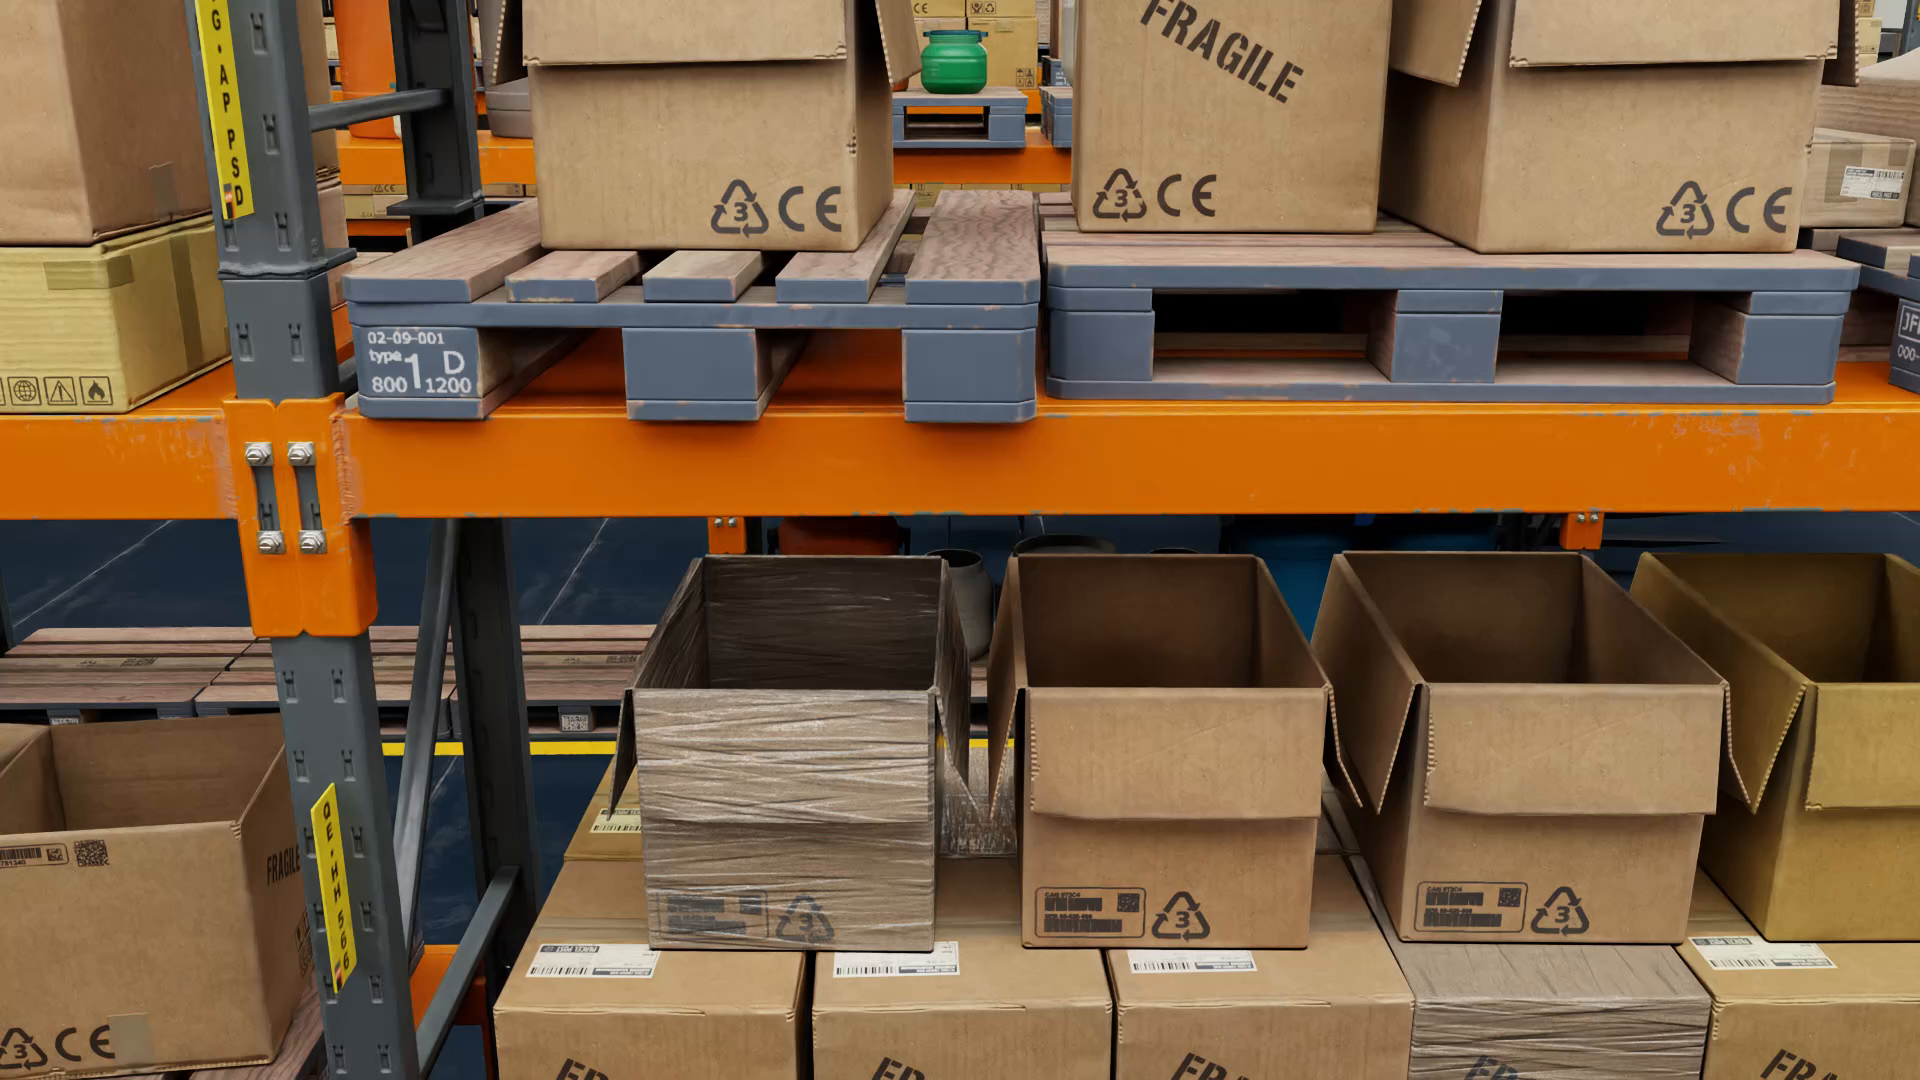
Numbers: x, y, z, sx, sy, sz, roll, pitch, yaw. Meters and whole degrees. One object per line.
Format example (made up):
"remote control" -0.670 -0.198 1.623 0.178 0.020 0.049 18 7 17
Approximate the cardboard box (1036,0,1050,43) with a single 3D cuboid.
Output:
"cardboard box" 0.814 -5.366 17.069 0.500 0.500 0.700 0 18 -1

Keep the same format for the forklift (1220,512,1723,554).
"forklift" 3.238 -1.308 10.327 3.031 2.935 1.130 1 18 4

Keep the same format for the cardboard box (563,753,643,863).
"cardboard box" -0.522 0.776 3.555 0.500 0.500 0.500 0 18 1

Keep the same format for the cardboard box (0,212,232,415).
"cardboard box" -1.483 -0.378 2.651 0.500 0.250 0.500 0 18 -1

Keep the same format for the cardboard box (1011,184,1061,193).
"cardboard box" 0.784 -3.767 17.195 0.500 0.500 0.500 0 18 1

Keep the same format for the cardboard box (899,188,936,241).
"cardboard box" -0.536 -2.409 12.796 0.500 0.500 0.700 -6 19 -19

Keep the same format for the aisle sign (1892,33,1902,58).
"aisle sign" 6.908 -3.307 12.191 0.004 0.787 0.394 0 18 -1

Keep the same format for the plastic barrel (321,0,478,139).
"plastic barrel" -2.568 -2.303 7.703 0.708 0.830 0.600 0 18 -1

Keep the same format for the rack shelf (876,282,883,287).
"rack shelf" 0.835 -1.791 12.898 4.000 0.370 1.077 0 18 -1

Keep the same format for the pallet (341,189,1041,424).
"pallet" -0.369 -0.456 2.957 1.003 0.211 1.213 1 18 2

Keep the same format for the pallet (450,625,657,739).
"pallet" -1.865 0.708 8.493 1.213 0.211 1.003 0 18 -1

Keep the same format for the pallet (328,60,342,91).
"pallet" -4.282 -3.450 12.295 1.217 0.209 0.805 -1 18 -3

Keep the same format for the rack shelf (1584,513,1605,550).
"rack shelf" 4.909 -0.298 8.242 4.000 0.370 1.077 0 18 -1

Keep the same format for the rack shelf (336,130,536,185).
"rack shelf" -3.090 -1.687 7.664 4.000 0.370 1.077 0 18 -1

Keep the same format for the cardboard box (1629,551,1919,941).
"cardboard box" 1.663 0.362 3.201 0.637 0.503 0.797 0 18 0

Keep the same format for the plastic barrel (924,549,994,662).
"plastic barrel" -0.038 0.336 8.475 0.421 0.512 0.421 0 18 0

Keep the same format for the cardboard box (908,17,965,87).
"cardboard box" -0.219 -3.615 12.331 0.500 0.500 0.910 0 18 -1

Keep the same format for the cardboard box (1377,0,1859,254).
"cardboard box" 1.031 -0.792 2.840 0.637 0.503 0.797 -1 18 -2

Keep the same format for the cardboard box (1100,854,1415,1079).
"cardboard box" 0.506 0.928 3.081 0.500 0.500 0.500 -1 18 -2

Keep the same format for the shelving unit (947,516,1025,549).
"shelving unit" 0.165 -1.001 10.729 0.503 2.100 0.431 0 18 -1

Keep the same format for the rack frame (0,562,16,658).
"rack frame" -5.089 -0.592 7.982 0.127 3.000 1.000 0 18 -1

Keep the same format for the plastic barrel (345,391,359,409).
"plastic barrel" -2.963 -0.600 7.784 0.433 0.535 0.433 0 18 0

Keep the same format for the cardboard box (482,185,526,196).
"cardboard box" -4.736 -3.867 17.307 0.500 0.500 0.700 0 18 -1

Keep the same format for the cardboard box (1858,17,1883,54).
"cardboard box" 6.325 -3.677 12.116 0.500 0.250 0.500 0 18 -1

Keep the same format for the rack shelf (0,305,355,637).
"rack shelf" -3.011 -0.175 2.948 4.000 0.370 1.077 0 18 -1

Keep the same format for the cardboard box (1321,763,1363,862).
"cardboard box" 1.004 0.770 3.574 0.500 0.500 0.500 0 18 0

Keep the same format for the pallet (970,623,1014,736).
"pallet" -0.302 0.700 8.520 1.213 0.211 1.003 0 18 -1

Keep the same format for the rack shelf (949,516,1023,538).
"rack shelf" 0.166 -0.321 10.947 0.480 0.518 0.431 0 18 -1

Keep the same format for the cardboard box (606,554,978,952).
"cardboard box" -0.280 0.378 3.154 0.637 0.503 0.797 0 18 1

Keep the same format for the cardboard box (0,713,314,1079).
"cardboard box" -1.551 0.669 3.201 0.500 0.500 0.500 -2 18 -8

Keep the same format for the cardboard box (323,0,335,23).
"cardboard box" -4.547 -4.010 12.056 0.500 0.500 0.500 0 18 0

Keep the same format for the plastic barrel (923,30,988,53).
"plastic barrel" -0.020 -2.224 7.697 0.301 0.262 0.301 0 18 0

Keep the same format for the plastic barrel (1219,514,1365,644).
"plastic barrel" 1.657 0.170 8.356 0.708 0.901 0.600 0 18 -1

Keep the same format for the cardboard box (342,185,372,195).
"cardboard box" -6.213 -3.812 17.005 0.500 0.500 0.500 0 18 -1

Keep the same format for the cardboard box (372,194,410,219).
"cardboard box" -5.715 -3.461 17.139 0.500 0.250 0.500 0 18 -1

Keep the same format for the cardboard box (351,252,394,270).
"cardboard box" -4.672 -2.049 12.770 0.500 0.250 0.500 1 18 3

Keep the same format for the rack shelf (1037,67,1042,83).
"rack shelf" 0.753 -4.732 17.156 4.000 0.370 1.077 0 18 -1

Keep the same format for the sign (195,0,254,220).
"sign" -1.005 -0.607 2.273 0.005 0.325 0.100 0 18 -1

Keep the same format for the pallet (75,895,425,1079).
"pallet" -1.723 1.029 3.244 1.003 0.211 1.213 0 18 -1

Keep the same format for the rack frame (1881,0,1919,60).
"rack frame" 6.835 -5.019 11.962 0.127 3.000 1.000 0 18 -1

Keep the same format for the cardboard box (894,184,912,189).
"cardboard box" -0.757 -3.760 17.175 0.500 0.500 0.500 0 18 1
